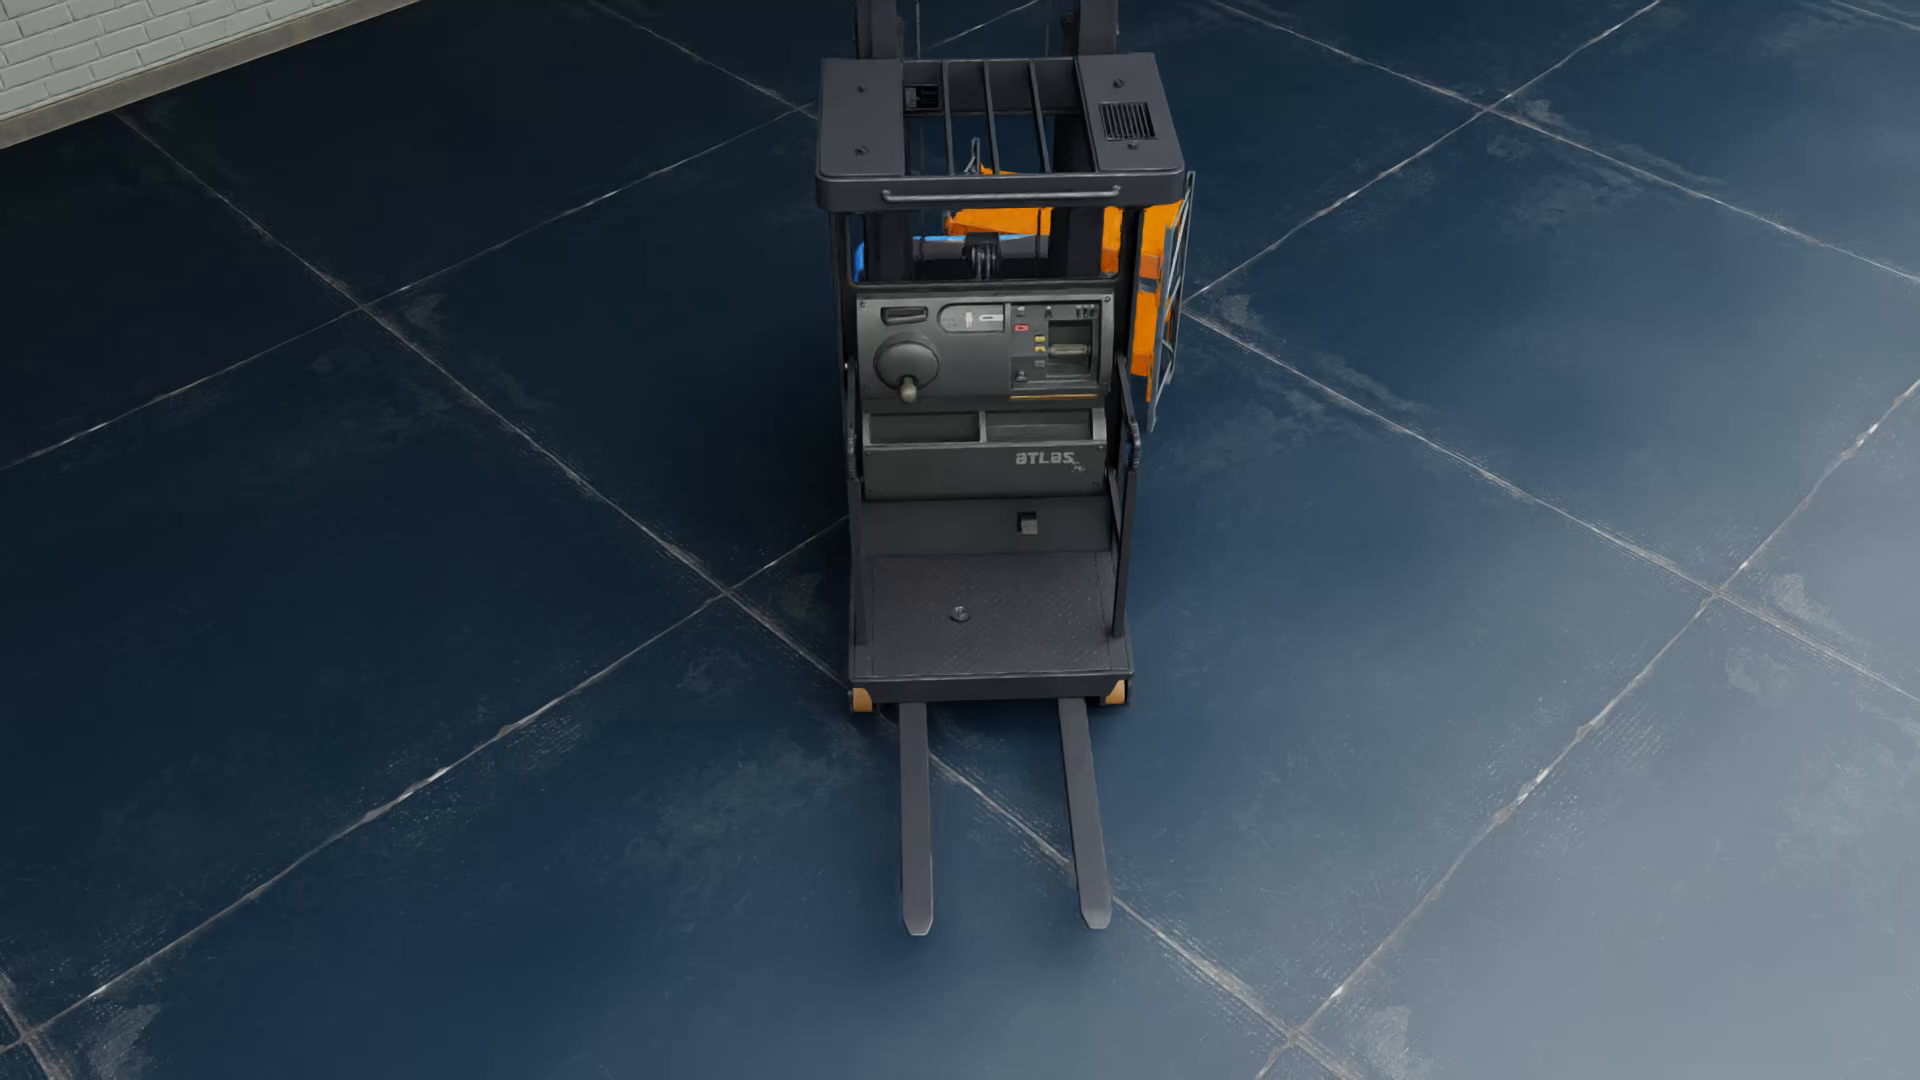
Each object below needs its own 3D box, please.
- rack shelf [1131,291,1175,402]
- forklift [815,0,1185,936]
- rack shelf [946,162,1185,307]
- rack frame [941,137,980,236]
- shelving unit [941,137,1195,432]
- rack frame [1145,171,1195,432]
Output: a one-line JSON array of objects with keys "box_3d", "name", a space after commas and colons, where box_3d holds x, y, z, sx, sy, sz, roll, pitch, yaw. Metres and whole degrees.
[{"box_3d": [0.489, -1.015, 7.997, 1.000, 0.278, 0.538, 12, 44, 13], "name": "rack shelf"}, {"box_3d": [0.103, -0.617, 5.875, 1.130, 2.935, 3.031, -2, 43, -2], "name": "forklift"}, {"box_3d": [0.489, -1.410, 7.633, 1.000, 0.278, 0.538, 12, 44, 13], "name": "rack shelf"}, {"box_3d": [0.004, -1.298, 7.943, 0.032, 1.125, 0.500, 12, 44, 13], "name": "rack frame"}, {"box_3d": [0.489, -1.195, 7.831, 1.048, 1.125, 0.538, 12, 44, 13], "name": "shelving unit"}, {"box_3d": [0.974, -1.092, 7.720, 0.032, 1.125, 0.500, 12, 44, 13], "name": "rack frame"}]
